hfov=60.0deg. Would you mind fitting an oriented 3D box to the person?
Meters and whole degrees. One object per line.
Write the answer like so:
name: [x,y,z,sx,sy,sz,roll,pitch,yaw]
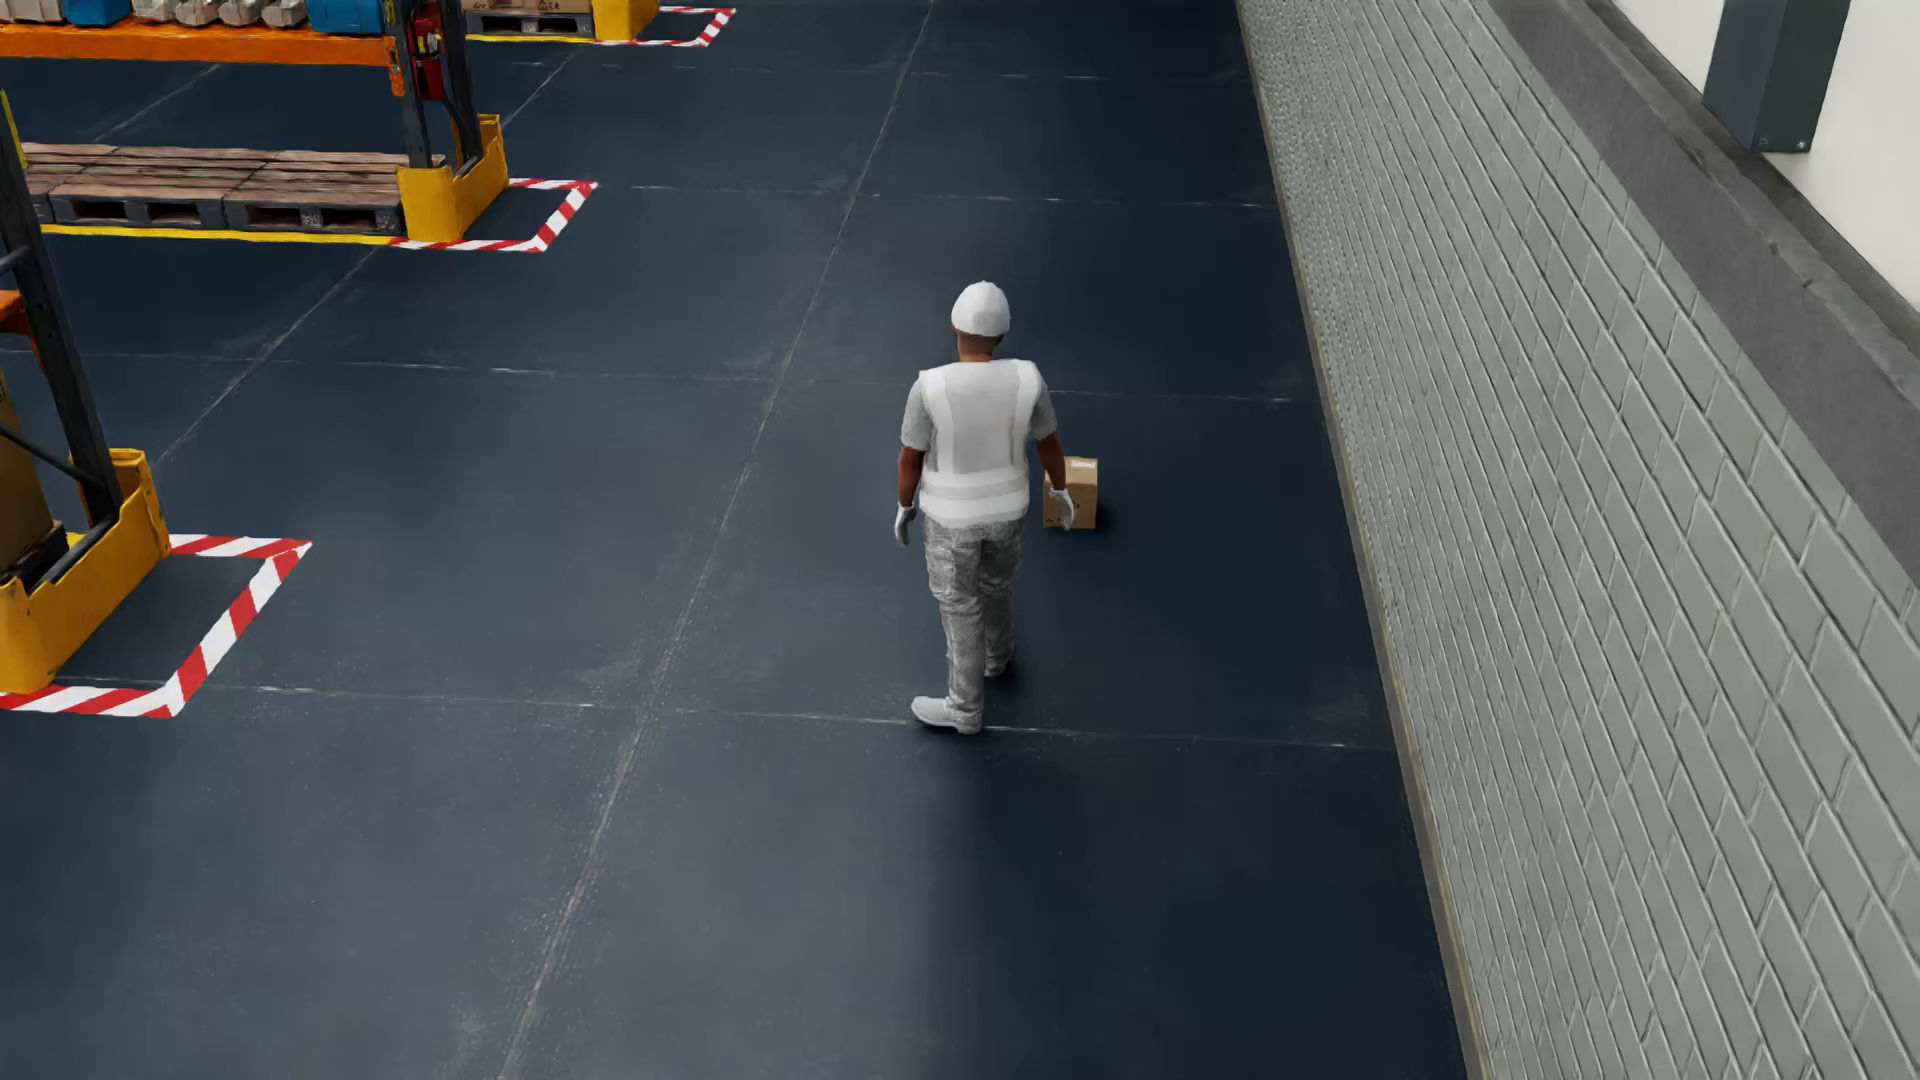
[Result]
person: [0.086,-0.156,6.357,0.704,1.786,0.643,-10,33,-16]
